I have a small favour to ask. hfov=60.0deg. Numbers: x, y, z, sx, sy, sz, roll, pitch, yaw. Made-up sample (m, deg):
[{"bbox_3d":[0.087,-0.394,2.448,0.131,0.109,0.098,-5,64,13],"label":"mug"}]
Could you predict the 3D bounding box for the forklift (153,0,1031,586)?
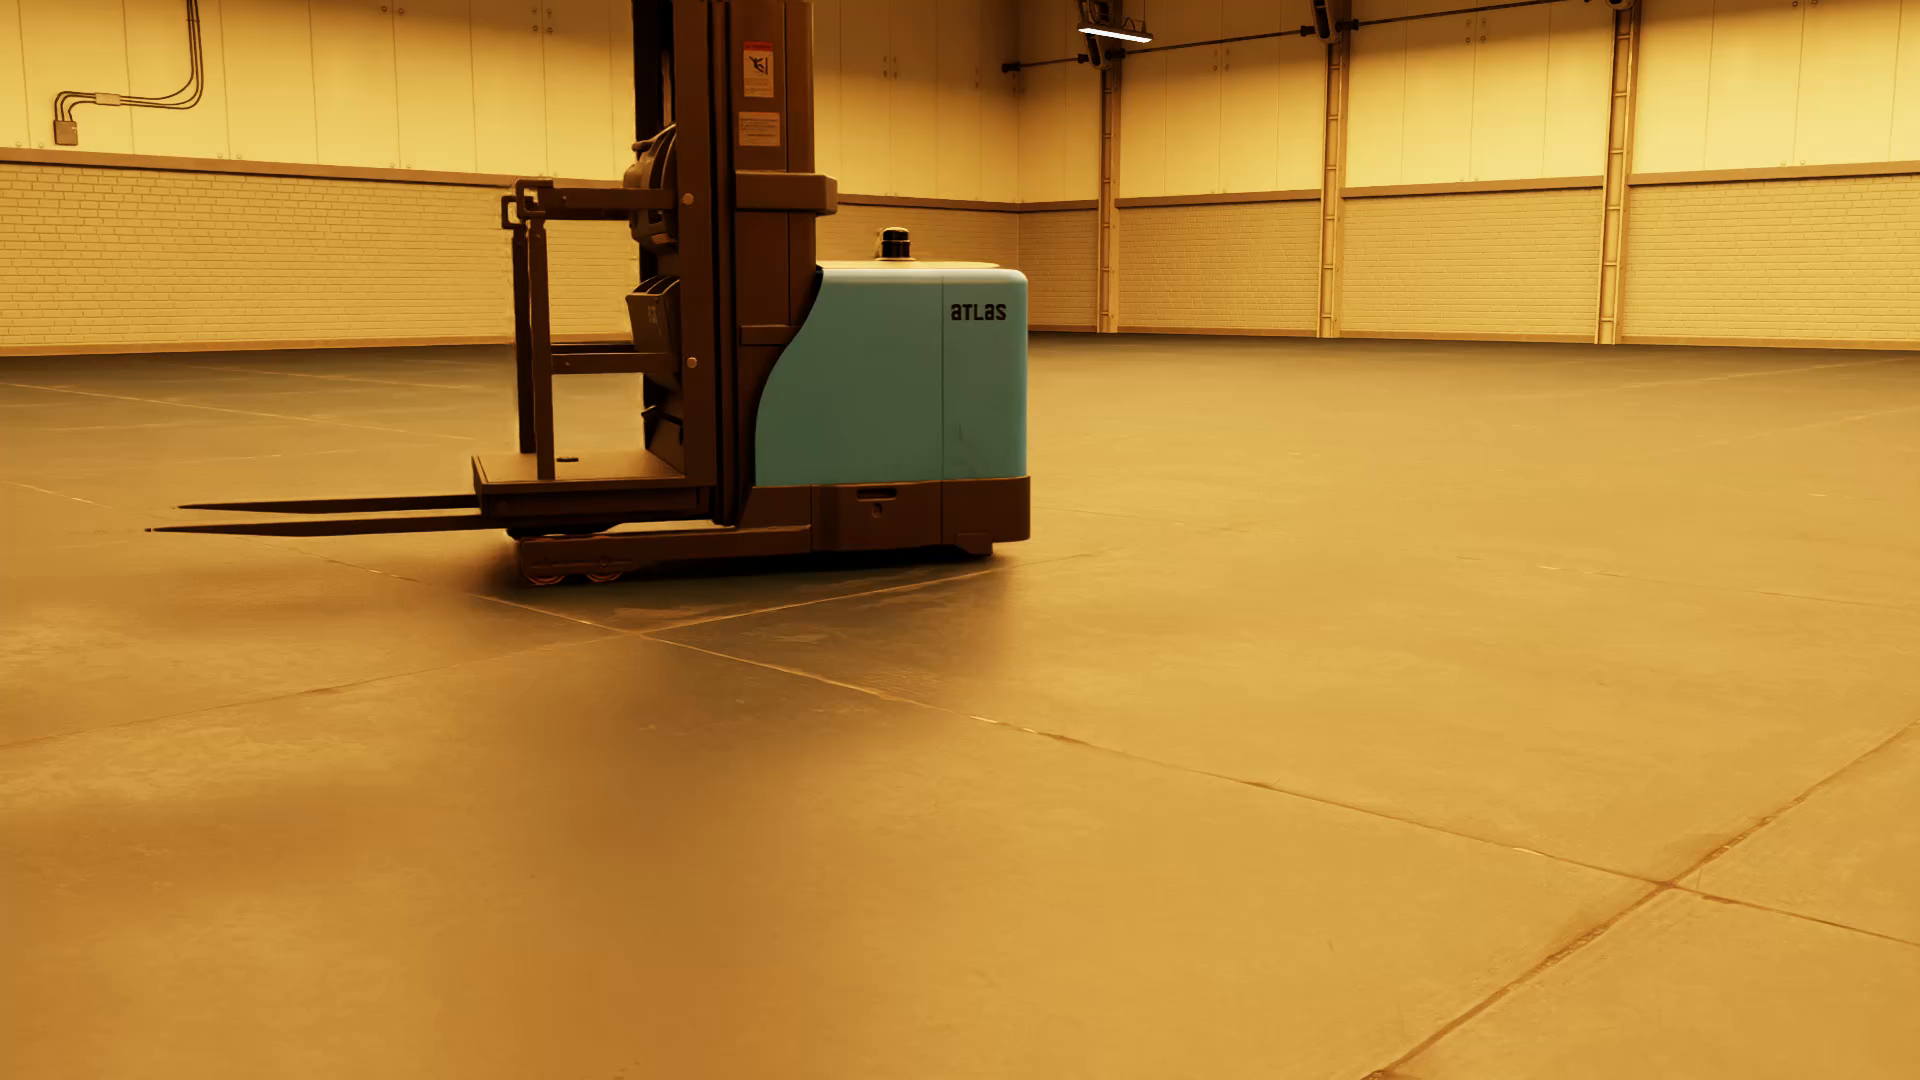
[{"bbox_3d":[-1.310,-1.381,6.044,3.031,2.935,1.130,-3,9,-18],"label":"forklift"}]
